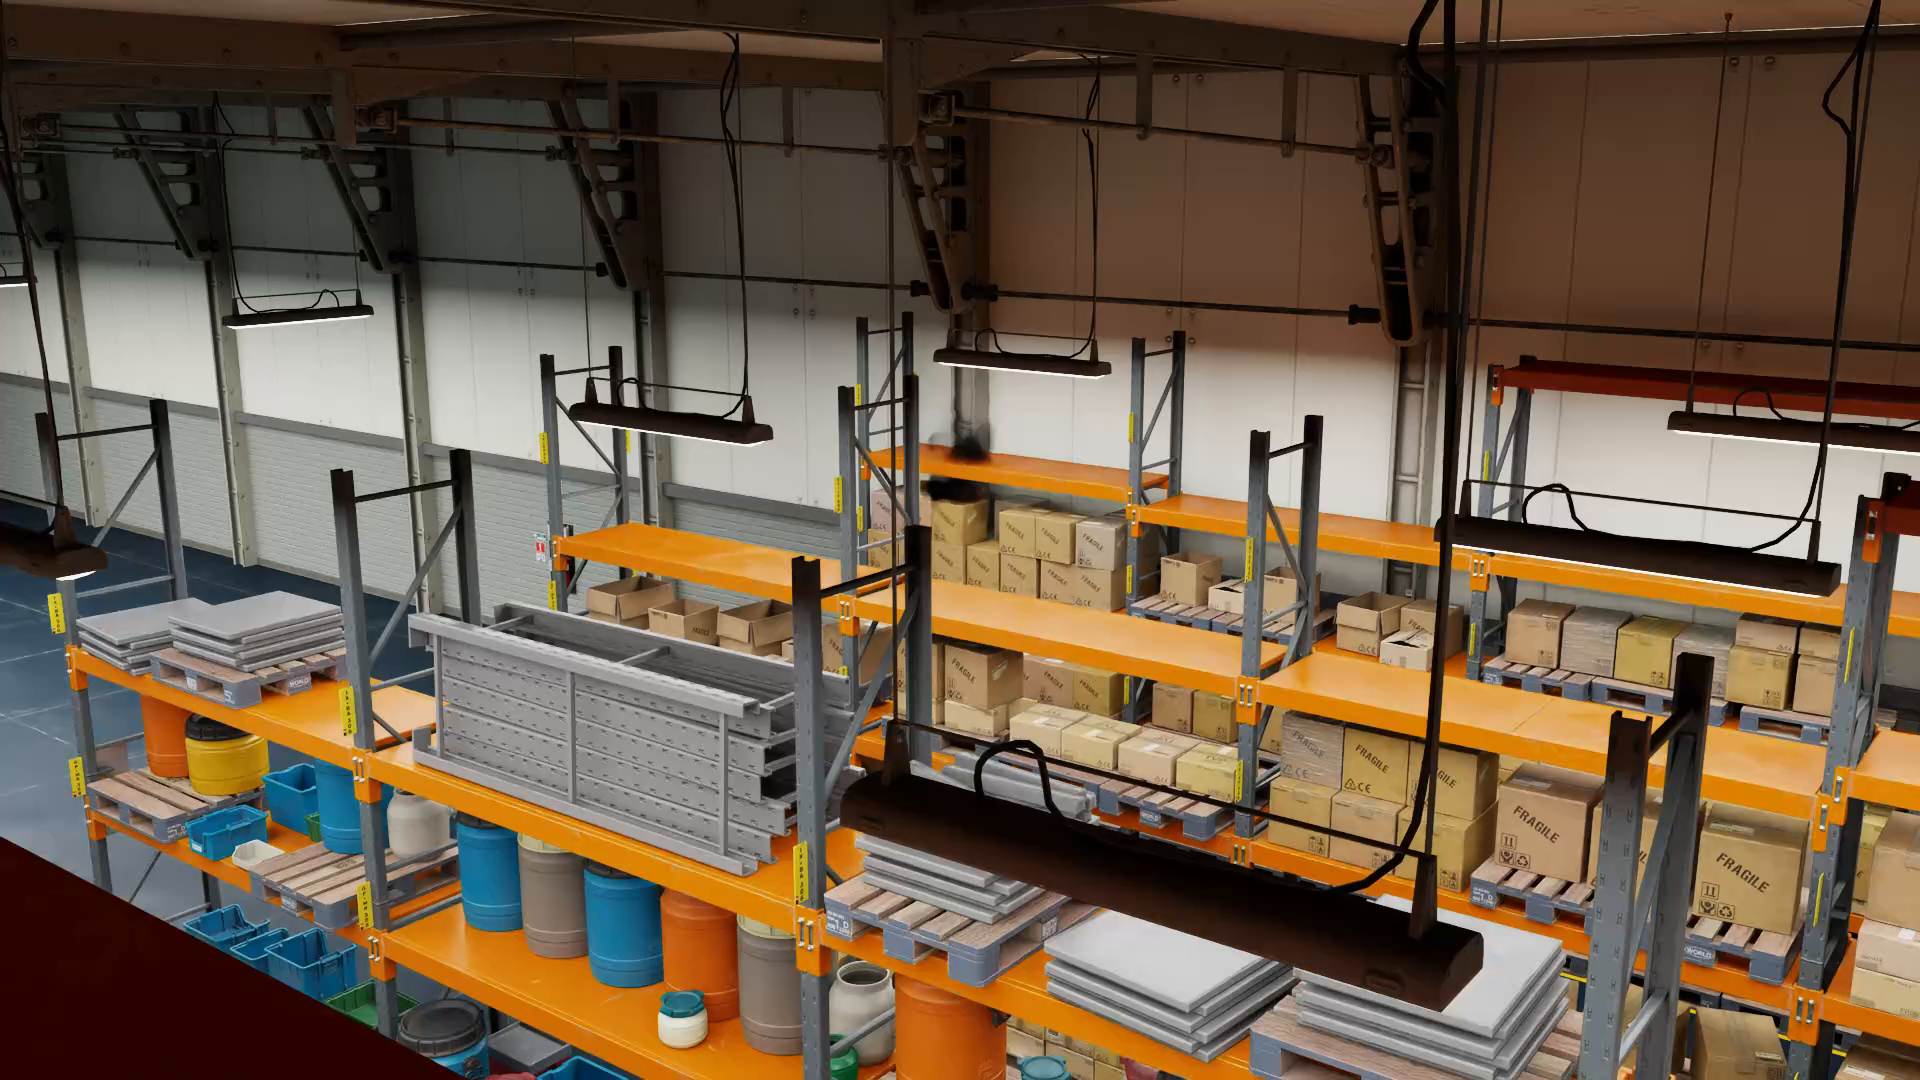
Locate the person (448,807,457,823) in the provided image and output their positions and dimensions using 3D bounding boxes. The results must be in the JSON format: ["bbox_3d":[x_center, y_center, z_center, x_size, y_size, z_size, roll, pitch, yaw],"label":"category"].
[{"bbox_3d":[-5.796,2.835,19.066,0.938,1.766,0.705,-7,15,-26],"label":"person"}]
